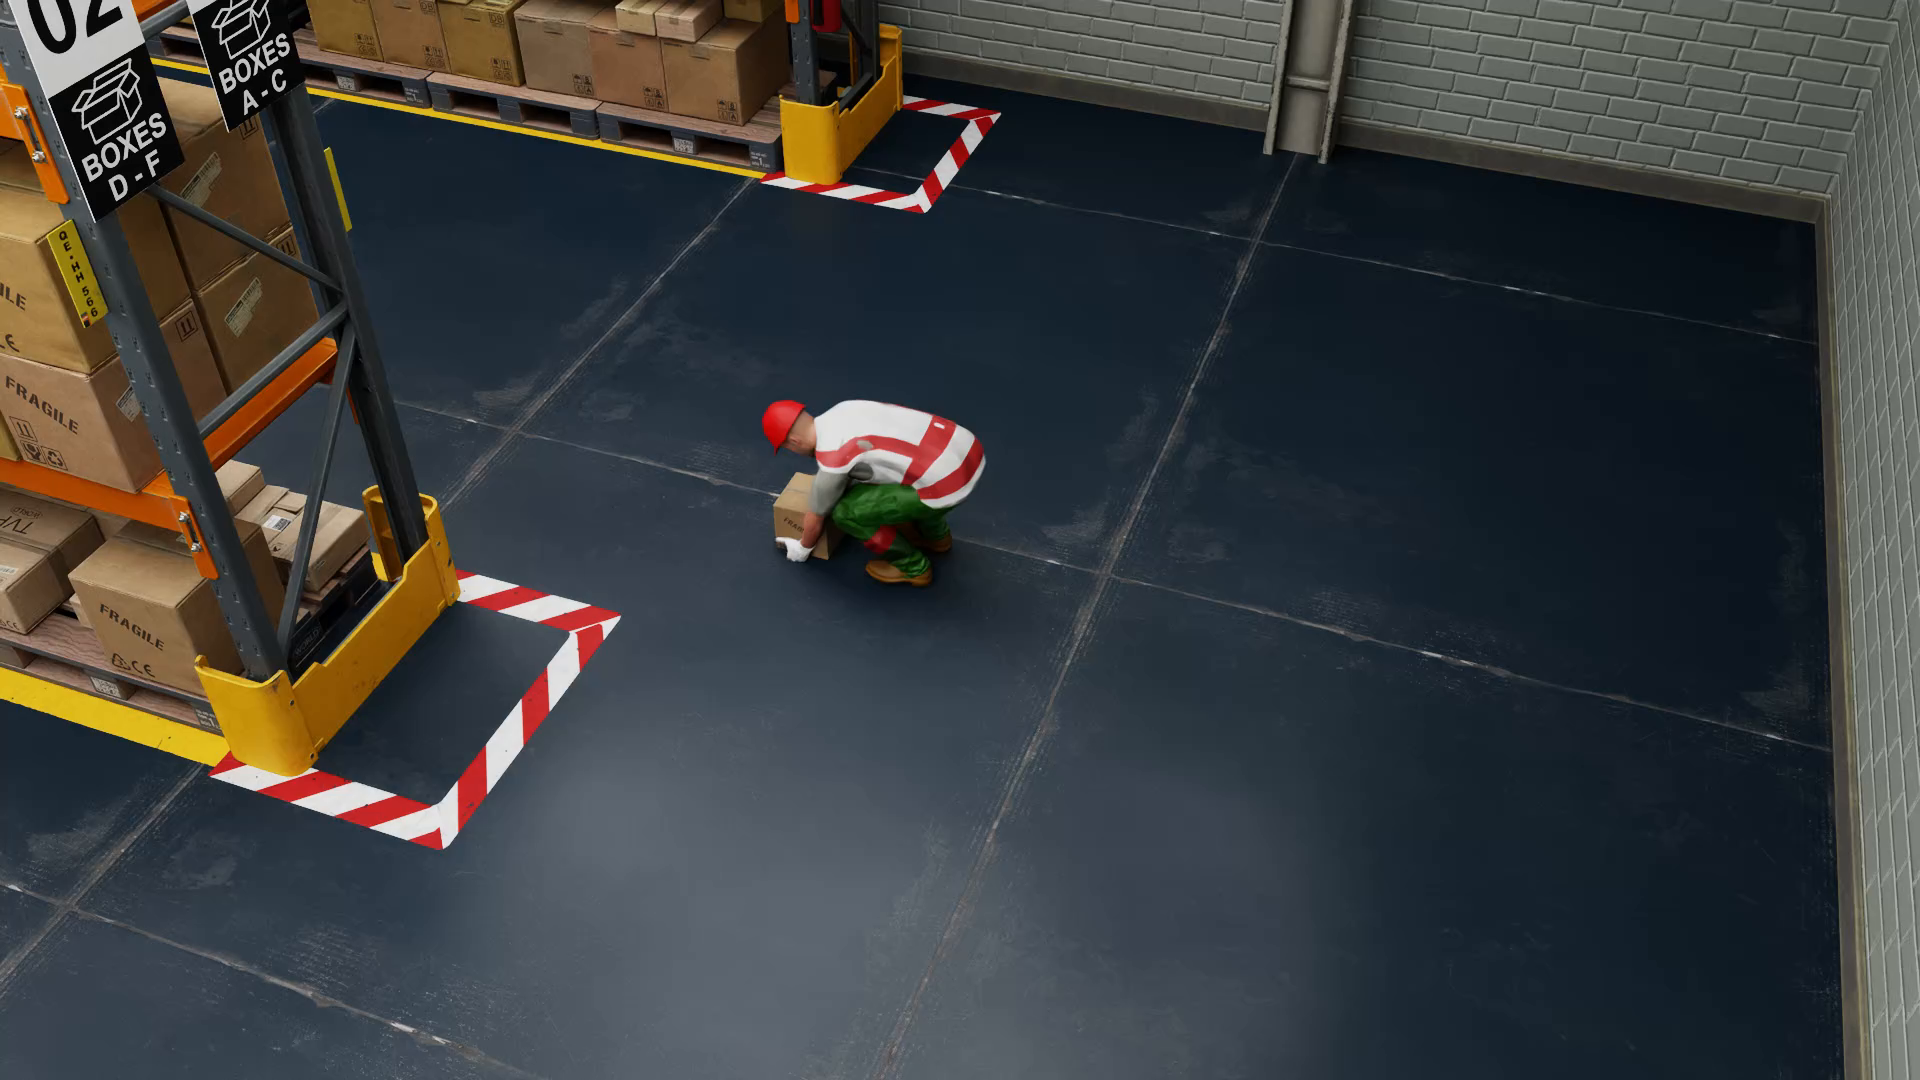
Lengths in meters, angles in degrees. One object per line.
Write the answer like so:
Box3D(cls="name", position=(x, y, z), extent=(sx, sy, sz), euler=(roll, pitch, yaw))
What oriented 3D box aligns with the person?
Box3D(cls="person", position=(-0.374, -0.255, 7.174), extent=(0.958, 0.734, 0.527), euler=(13, 43, 14))
